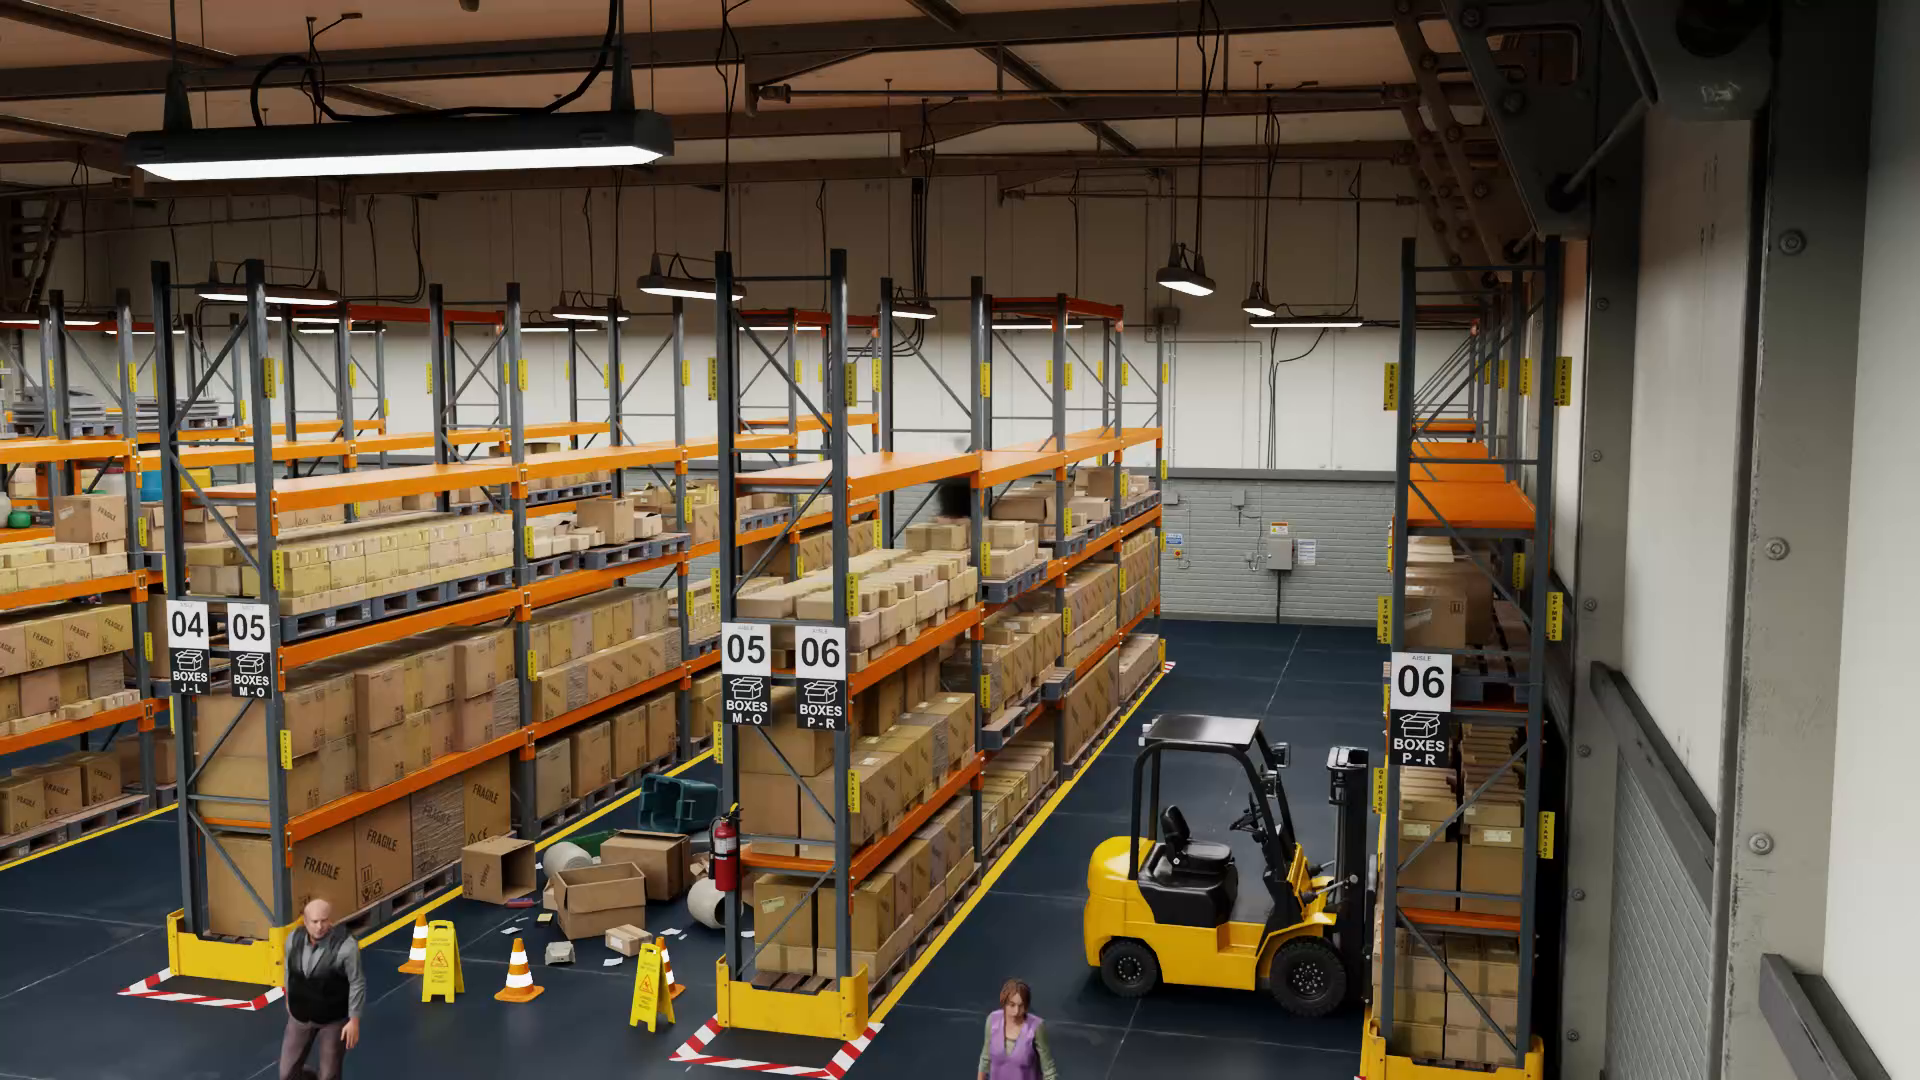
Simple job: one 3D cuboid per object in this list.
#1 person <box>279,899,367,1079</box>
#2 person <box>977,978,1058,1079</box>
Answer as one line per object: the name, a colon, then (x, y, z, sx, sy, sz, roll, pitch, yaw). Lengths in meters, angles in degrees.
person: (-4.259, 3.166, 11.106, 0.692, 1.685, 0.538, 1, 6, 6)
person: (0.333, 3.344, 10.097, 0.631, 1.526, 0.607, 2, 6, 16)
